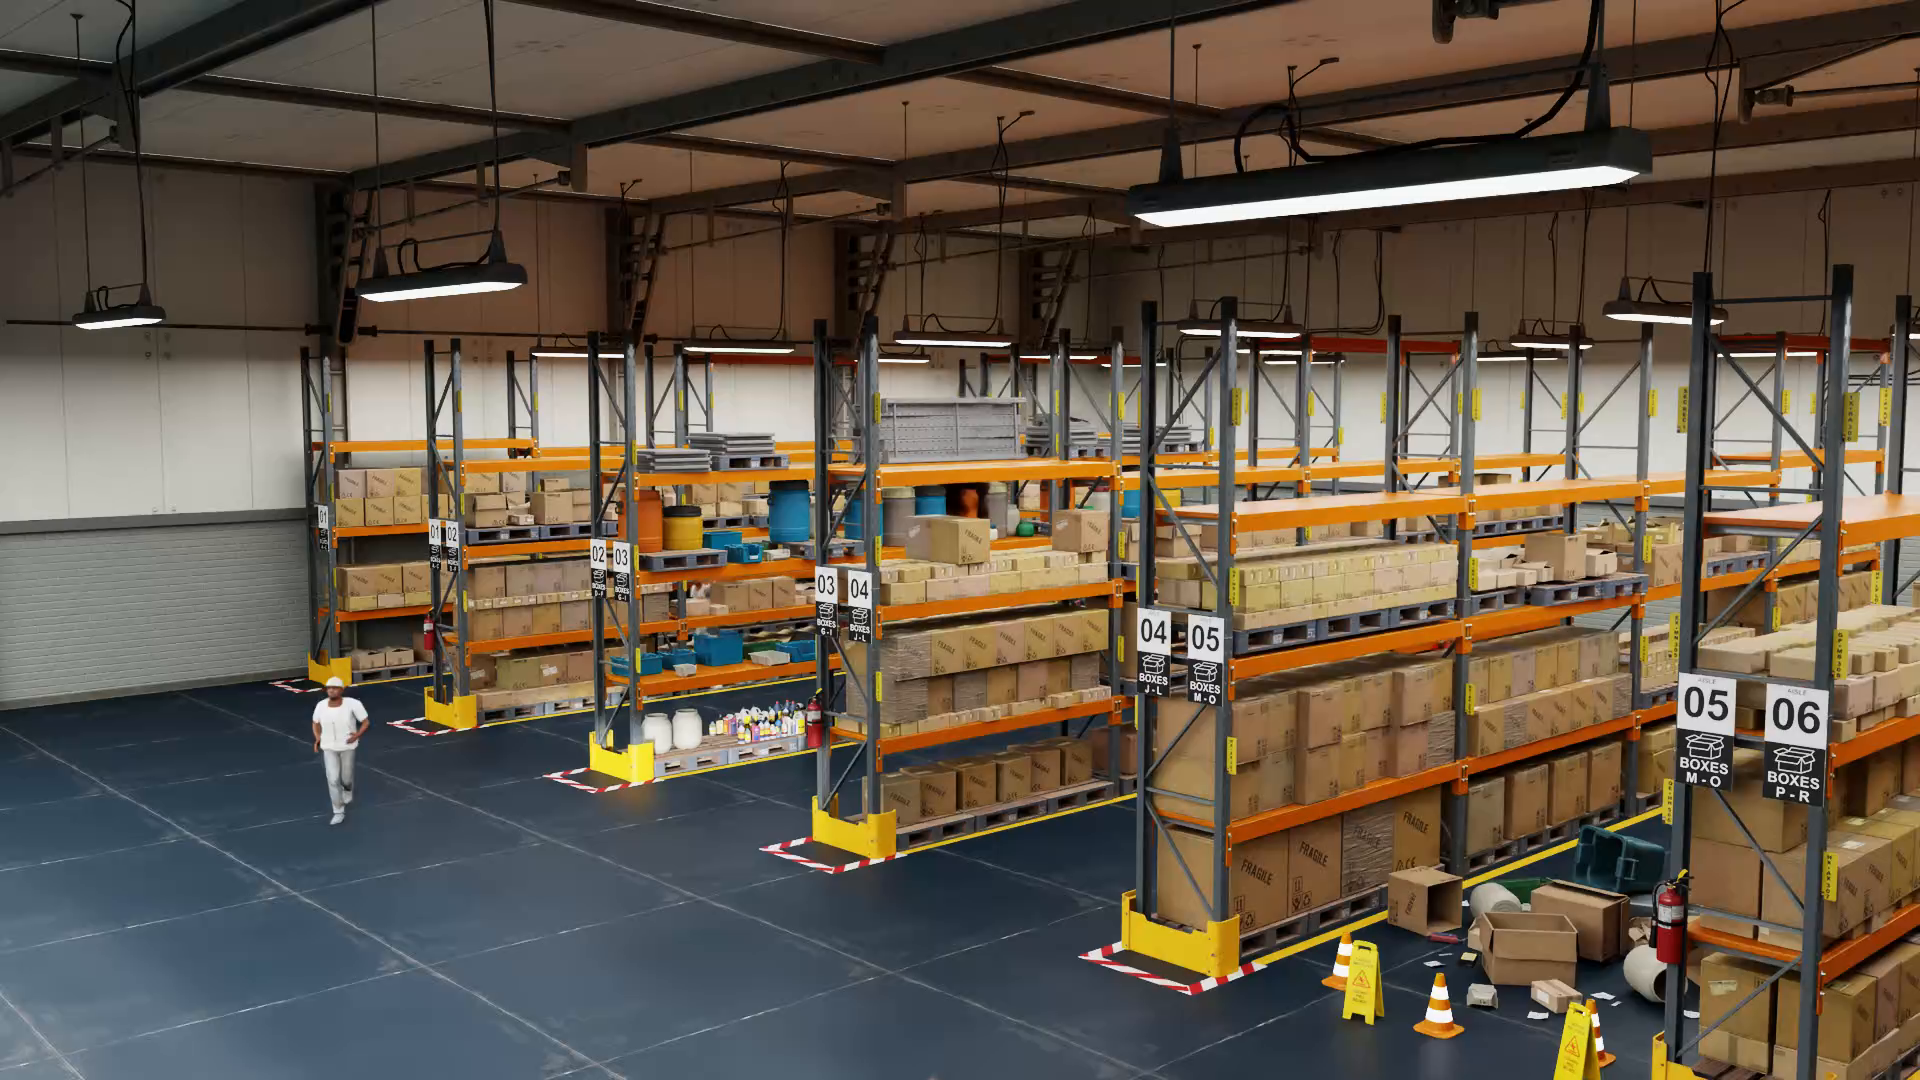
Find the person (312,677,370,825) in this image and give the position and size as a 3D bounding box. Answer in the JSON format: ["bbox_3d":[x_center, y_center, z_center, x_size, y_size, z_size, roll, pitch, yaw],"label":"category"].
[{"bbox_3d":[-7.536,2.527,20.227,0.692,1.754,0.751,-1,5,-8],"label":"person"}]

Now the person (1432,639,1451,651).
[{"bbox_3d":[7.092,2.180,24.364,0.651,1.775,0.769,5,7,45],"label":"person"}]

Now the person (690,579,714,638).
[{"bbox_3d":[-4.905,1.467,31.858,0.634,1.777,0.984,4,7,41],"label":"person"}]
